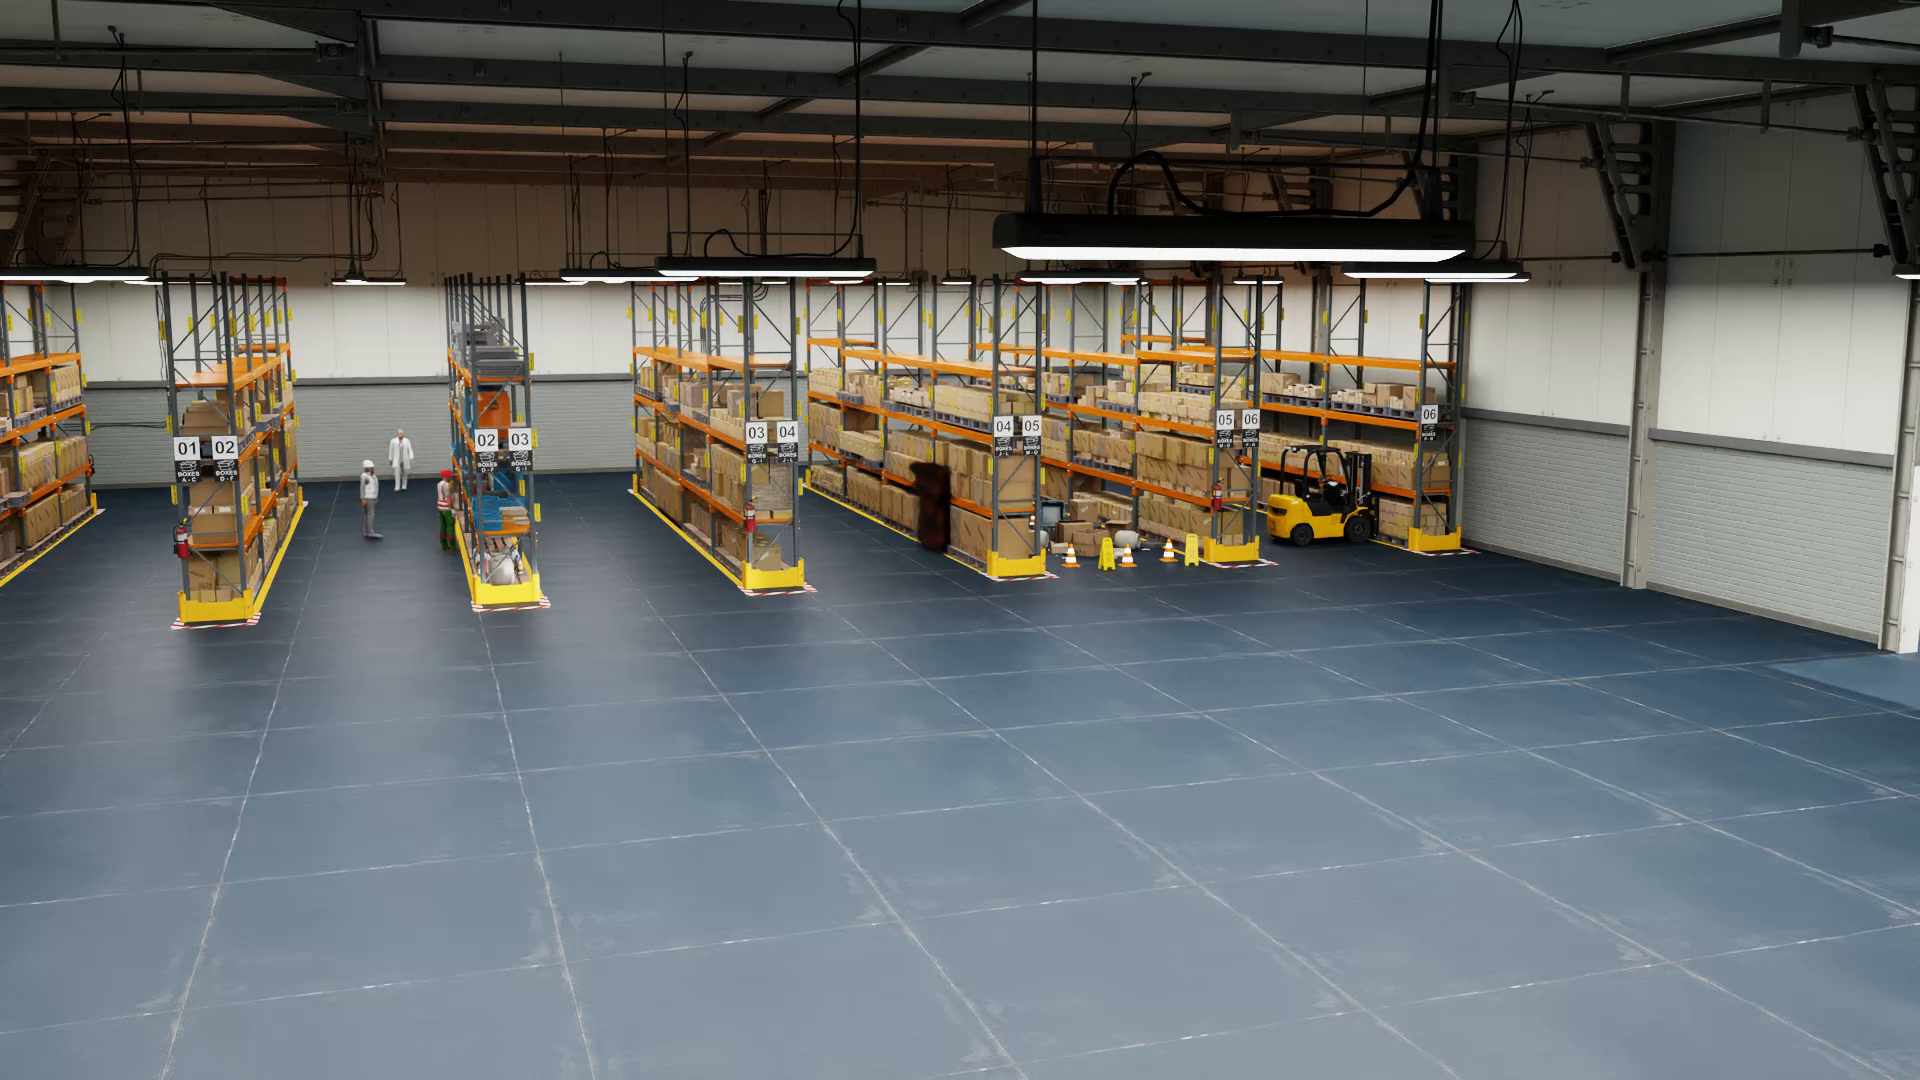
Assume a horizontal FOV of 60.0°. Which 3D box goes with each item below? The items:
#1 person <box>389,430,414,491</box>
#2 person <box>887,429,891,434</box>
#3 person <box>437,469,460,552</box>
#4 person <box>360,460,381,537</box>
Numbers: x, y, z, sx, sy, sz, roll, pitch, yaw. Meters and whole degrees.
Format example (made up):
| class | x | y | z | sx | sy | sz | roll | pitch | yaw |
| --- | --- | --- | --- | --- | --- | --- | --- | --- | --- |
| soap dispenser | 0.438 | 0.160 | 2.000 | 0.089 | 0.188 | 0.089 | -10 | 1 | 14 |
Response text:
| class | x | y | z | sx | sy | sz | roll | pitch | yaw |
| --- | --- | --- | --- | --- | --- | --- | --- | --- | --- |
| person | -15.838 | -2.263 | 47.131 | 0.673 | 1.728 | 1.094 | -3 | 9 | -20 |
| person | -2.141 | -2.483 | 49.286 | 0.469 | 1.624 | 0.398 | 7 | 11 | 40 |
| person | -11.198 | -0.655 | 36.418 | 0.402 | 1.791 | 0.605 | -7 | 11 | -40 |
| person | -13.710 | -0.974 | 38.657 | 0.425 | 1.786 | 0.536 | -2 | 9 | -13 |
